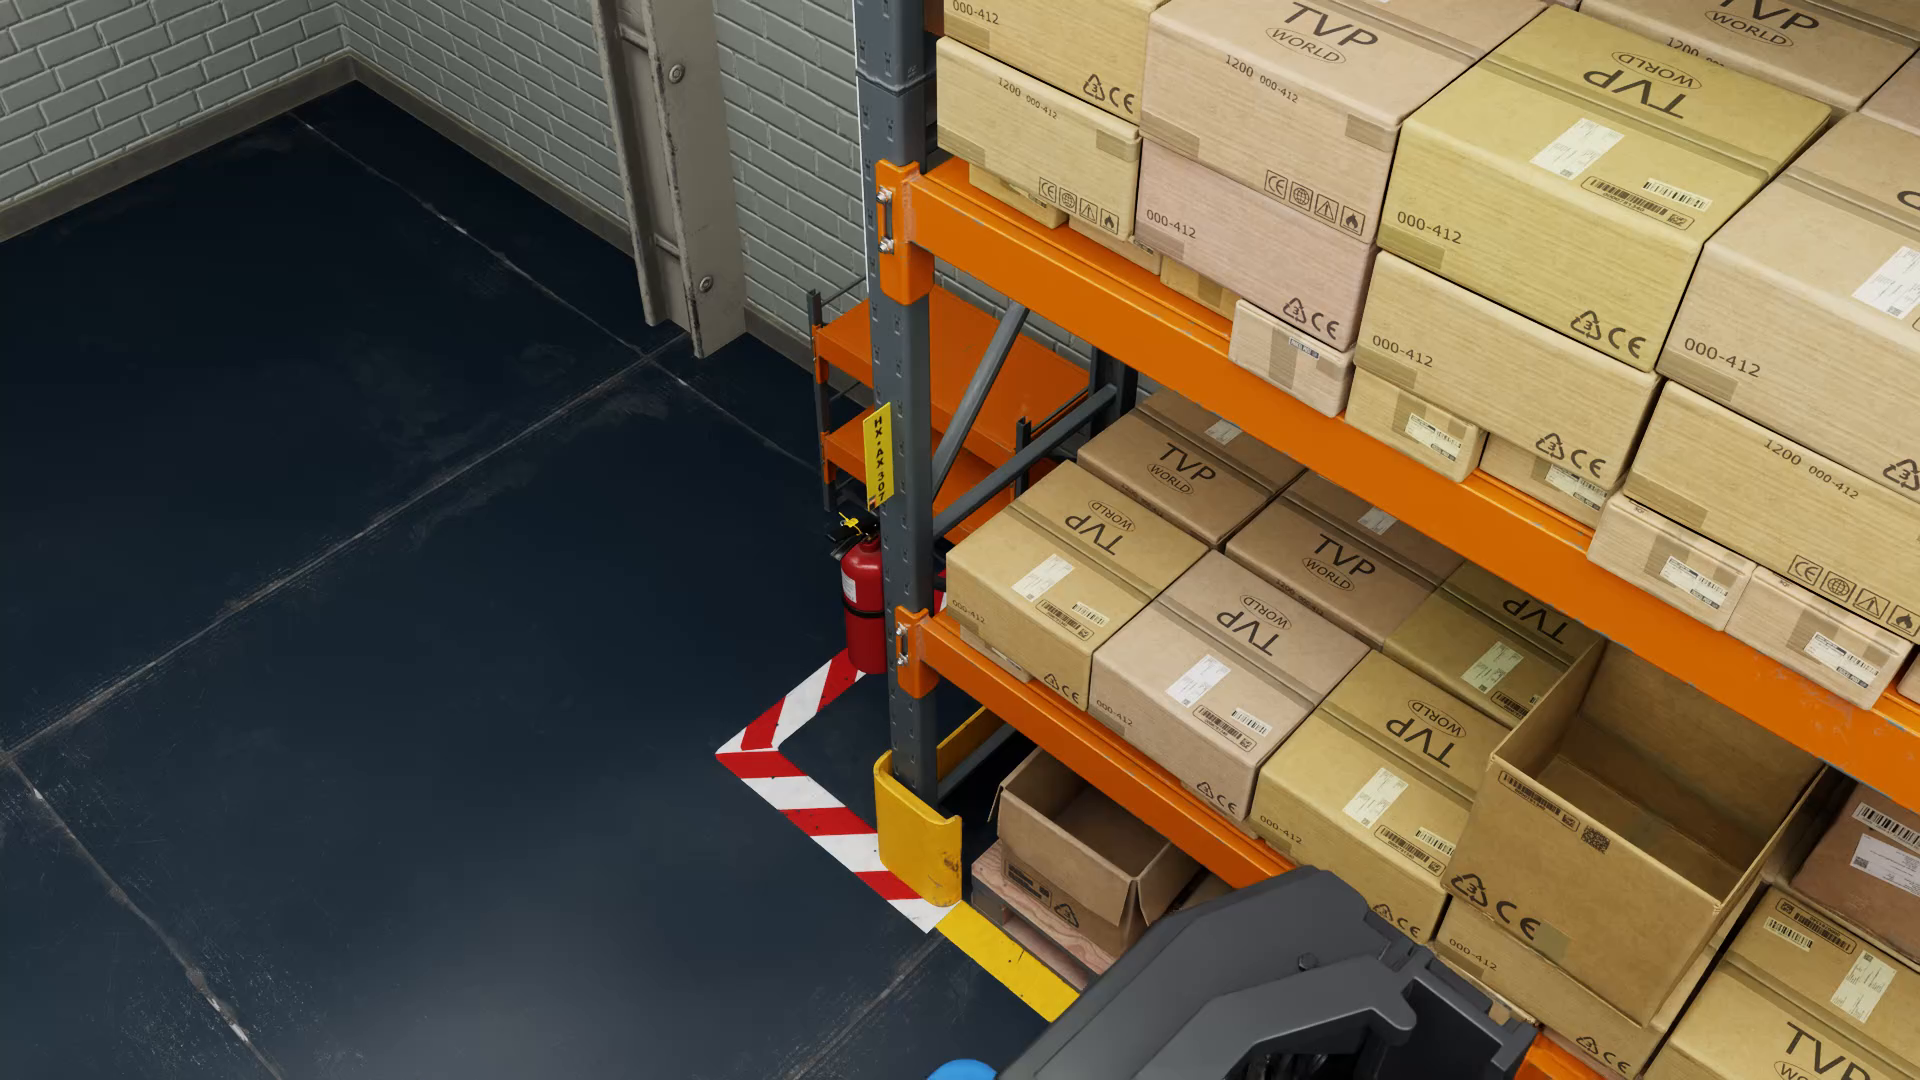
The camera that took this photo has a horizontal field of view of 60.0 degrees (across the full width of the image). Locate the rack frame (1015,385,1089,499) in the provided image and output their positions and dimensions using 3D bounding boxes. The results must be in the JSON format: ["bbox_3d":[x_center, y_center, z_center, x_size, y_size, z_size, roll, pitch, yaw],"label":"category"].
[{"bbox_3d":[0.369,-0.137,6.107,0.032,1.125,0.500,34,55,28],"label":"rack frame"}]

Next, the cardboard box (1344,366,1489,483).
[{"bbox_3d":[0.935,-0.310,3.098,0.250,0.149,0.380,34,55,28],"label":"cardboard box"}]

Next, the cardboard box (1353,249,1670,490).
[{"bbox_3d":[1.057,-0.418,2.927,0.500,0.250,0.500,32,55,27],"label":"cardboard box"}]

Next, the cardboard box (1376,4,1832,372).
[{"bbox_3d":[1.056,-0.599,2.753,0.500,0.250,0.500,33,55,27],"label":"cardboard box"}]

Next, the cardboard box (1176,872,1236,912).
[{"bbox_3d":[0.832,1.209,5.225,0.250,0.149,0.380,32,54,26],"label":"cardboard box"}]

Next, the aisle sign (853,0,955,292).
[{"bbox_3d":[-0.088,-0.973,3.823,0.004,0.787,0.394,34,55,28],"label":"aisle sign"}]

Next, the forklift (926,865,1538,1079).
[{"bbox_3d":[0.712,1.998,2.863,1.130,2.935,3.031,-36,56,-29],"label":"forklift"}]

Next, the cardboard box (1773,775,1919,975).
[{"bbox_3d":[2.168,0.830,3.812,0.500,0.250,0.500,35,56,28],"label":"cardboard box"}]

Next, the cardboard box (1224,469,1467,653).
[{"bbox_3d":[1.057,0.083,4.513,0.500,0.250,0.500,34,55,28],"label":"cardboard box"}]

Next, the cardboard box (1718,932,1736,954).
[{"bbox_3d":[1.876,0.807,4.107,0.250,0.149,0.380,36,56,29],"label":"cardboard box"}]

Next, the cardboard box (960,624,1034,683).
[{"bbox_3d":[0.216,0.189,4.688,0.250,0.149,0.380,34,55,27],"label":"cardboard box"}]

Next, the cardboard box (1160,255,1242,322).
[{"bbox_3d":[0.625,-0.614,3.384,0.250,0.149,0.380,34,56,28],"label":"cardboard box"}]

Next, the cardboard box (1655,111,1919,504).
[{"bbox_3d":[1.437,-0.352,2.521,0.500,0.250,0.500,35,56,29],"label":"cardboard box"}]

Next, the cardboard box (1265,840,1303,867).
[{"bbox_3d":[0.995,0.687,4.220,0.250,0.149,0.380,35,56,28],"label":"cardboard box"}]

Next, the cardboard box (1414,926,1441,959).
[{"bbox_3d":[1.129,0.852,4.065,0.250,0.149,0.380,32,55,27],"label":"cardboard box"}]

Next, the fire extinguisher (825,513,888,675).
[{"bbox_3d":[-0.261,0.122,4.887,0.183,0.674,0.296,34,55,28],"label":"fire extinguisher"}]

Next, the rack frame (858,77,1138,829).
[{"bbox_3d":[0.161,-0.207,4.887,0.127,3.000,1.000,34,55,28],"label":"rack frame"}]

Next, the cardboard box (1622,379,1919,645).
[{"bbox_3d":[1.453,-0.175,2.698,0.500,0.250,0.500,33,55,27],"label":"cardboard box"}]

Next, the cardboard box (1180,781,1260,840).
[{"bbox_3d":[0.796,0.559,4.340,0.250,0.149,0.380,36,56,29],"label":"cardboard box"}]

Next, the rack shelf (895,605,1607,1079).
[{"bbox_3d":[1.631,1.028,4.221,4.000,0.370,1.077,34,55,28],"label":"rack shelf"}]

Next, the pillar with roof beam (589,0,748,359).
[{"bbox_3d":[-4.129,-1.770,2.239,0.400,9.000,9.100,34,55,28],"label":"pillar with roof beam"}]

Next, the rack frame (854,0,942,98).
[{"bbox_3d":[0.161,-2.260,2.700,0.127,3.000,1.000,34,55,28],"label":"rack frame"}]

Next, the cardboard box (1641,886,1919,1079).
[{"bbox_3d":[1.825,1.106,3.553,0.500,0.250,0.500,34,55,27],"label":"cardboard box"}]

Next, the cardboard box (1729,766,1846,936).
[{"bbox_3d":[1.802,0.589,4.038,0.500,0.250,0.500,34,55,28],"label":"cardboard box"}]

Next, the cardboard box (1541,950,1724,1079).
[{"bbox_3d":[1.573,1.062,3.868,0.250,0.149,0.380,34,55,28],"label":"cardboard box"}]

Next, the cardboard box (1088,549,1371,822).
[{"bbox_3d":[0.682,0.360,4.253,0.500,0.250,0.500,35,56,28],"label":"cardboard box"}]

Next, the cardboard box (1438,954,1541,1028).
[{"bbox_3d":[1.337,0.971,3.953,0.250,0.149,0.380,35,56,28],"label":"cardboard box"}]

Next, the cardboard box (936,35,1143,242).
[{"bbox_3d":[0.302,-0.918,3.396,0.500,0.250,0.500,33,55,27],"label":"cardboard box"}]

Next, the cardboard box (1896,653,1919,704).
[{"bbox_3d":[1.723,0.157,2.659,0.250,0.149,0.380,34,56,28],"label":"cardboard box"}]

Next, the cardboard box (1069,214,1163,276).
[{"bbox_3d":[0.448,-0.750,3.511,0.250,0.149,0.380,35,56,28],"label":"cardboard box"}]

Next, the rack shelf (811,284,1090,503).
[{"bbox_3d":[-0.005,-0.588,6.129,1.000,0.278,0.538,34,55,28],"label":"rack shelf"}]

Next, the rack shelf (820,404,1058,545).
[{"bbox_3d":[-0.005,-0.220,6.520,1.000,0.278,0.538,34,55,28],"label":"rack shelf"}]

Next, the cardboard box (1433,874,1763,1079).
[{"bbox_3d":[1.447,0.851,3.793,0.500,0.250,0.500,33,55,27],"label":"cardboard box"}]

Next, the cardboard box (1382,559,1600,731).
[{"bbox_3d":[1.418,0.331,4.281,0.500,0.250,0.500,36,56,29],"label":"cardboard box"}]

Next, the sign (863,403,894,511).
[{"bbox_3d":[-0.207,-0.213,4.298,0.005,0.325,0.100,34,55,28],"label":"sign"}]

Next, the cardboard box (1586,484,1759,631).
[{"bbox_3d":[1.298,-0.056,2.859,0.250,0.149,0.380,34,55,28],"label":"cardboard box"}]

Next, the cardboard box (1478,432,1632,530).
[{"bbox_3d":[1.159,-0.221,3.014,0.250,0.149,0.380,33,55,27],"label":"cardboard box"}]

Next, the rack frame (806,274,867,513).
[{"bbox_3d":[-0.380,-0.638,6.578,0.032,1.125,0.500,34,55,28],"label":"rack frame"}]

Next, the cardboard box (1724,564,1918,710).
[{"bbox_3d":[1.484,0.065,2.746,0.250,0.149,0.380,35,56,28],"label":"cardboard box"}]

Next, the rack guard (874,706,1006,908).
[{"bbox_3d":[0.217,0.686,5.763,0.348,0.500,1.175,34,55,28],"label":"rack guard"}]

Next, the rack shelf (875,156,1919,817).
[{"bbox_3d":[1.631,0.001,3.127,4.000,0.370,1.077,34,55,28],"label":"rack shelf"}]

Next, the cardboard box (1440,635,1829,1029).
[{"bbox_3d":[1.414,0.596,3.517,0.500,0.500,0.500,35,56,28],"label":"cardboard box"}]

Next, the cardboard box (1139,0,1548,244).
[{"bbox_3d":[0.678,-0.840,2.979,0.500,0.250,0.500,34,55,27],"label":"cardboard box"}]

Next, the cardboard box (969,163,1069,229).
[{"bbox_3d":[0.237,-0.866,3.620,0.250,0.149,0.380,35,56,28],"label":"cardboard box"}]

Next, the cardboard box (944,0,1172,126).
[{"bbox_3d":[0.317,-1.101,3.225,0.500,0.250,0.500,33,55,27],"label":"cardboard box"}]

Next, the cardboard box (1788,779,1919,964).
[{"bbox_3d":[2.186,0.585,3.528,0.500,0.500,0.500,32,55,27],"label":"cardboard box"}]

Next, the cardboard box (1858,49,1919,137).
[{"bbox_3d":[1.794,-0.617,2.770,0.500,0.250,0.500,34,55,28],"label":"cardboard box"}]

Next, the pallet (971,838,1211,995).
[{"bbox_3d":[0.803,1.179,5.499,1.213,0.211,1.003,34,55,28],"label":"pallet"}]

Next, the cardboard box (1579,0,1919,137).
[{"bbox_3d":[1.444,-0.878,3.015,0.500,0.250,0.500,34,56,28],"label":"cardboard box"}]

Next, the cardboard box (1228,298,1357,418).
[{"bbox_3d":[0.738,-0.436,3.216,0.250,0.149,0.380,35,56,28],"label":"cardboard box"}]

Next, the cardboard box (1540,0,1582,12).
[{"bbox_3d":[1.059,-1.128,3.249,0.500,0.250,0.500,32,55,27],"label":"cardboard box"}]

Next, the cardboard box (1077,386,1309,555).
[{"bbox_3d":[0.679,-0.172,4.753,0.500,0.250,0.500,36,56,29],"label":"cardboard box"}]

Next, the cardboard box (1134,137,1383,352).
[{"bbox_3d":[0.689,-0.678,3.170,0.500,0.250,0.500,35,56,28],"label":"cardboard box"}]

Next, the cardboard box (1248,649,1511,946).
[{"bbox_3d":[1.057,0.609,4.019,0.500,0.250,0.500,33,55,27],"label":"cardboard box"}]

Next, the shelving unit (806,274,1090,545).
[{"bbox_3d":[-0.005,-0.387,6.342,1.048,1.125,0.538,34,55,28],"label":"shelving unit"}]

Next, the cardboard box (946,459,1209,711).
[{"bbox_3d":[0.312,0.111,4.487,0.500,0.250,0.500,34,56,28],"label":"cardboard box"}]

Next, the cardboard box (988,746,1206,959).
[{"bbox_3d":[0.546,0.857,5.312,0.637,0.503,0.797,32,54,26],"label":"cardboard box"}]
